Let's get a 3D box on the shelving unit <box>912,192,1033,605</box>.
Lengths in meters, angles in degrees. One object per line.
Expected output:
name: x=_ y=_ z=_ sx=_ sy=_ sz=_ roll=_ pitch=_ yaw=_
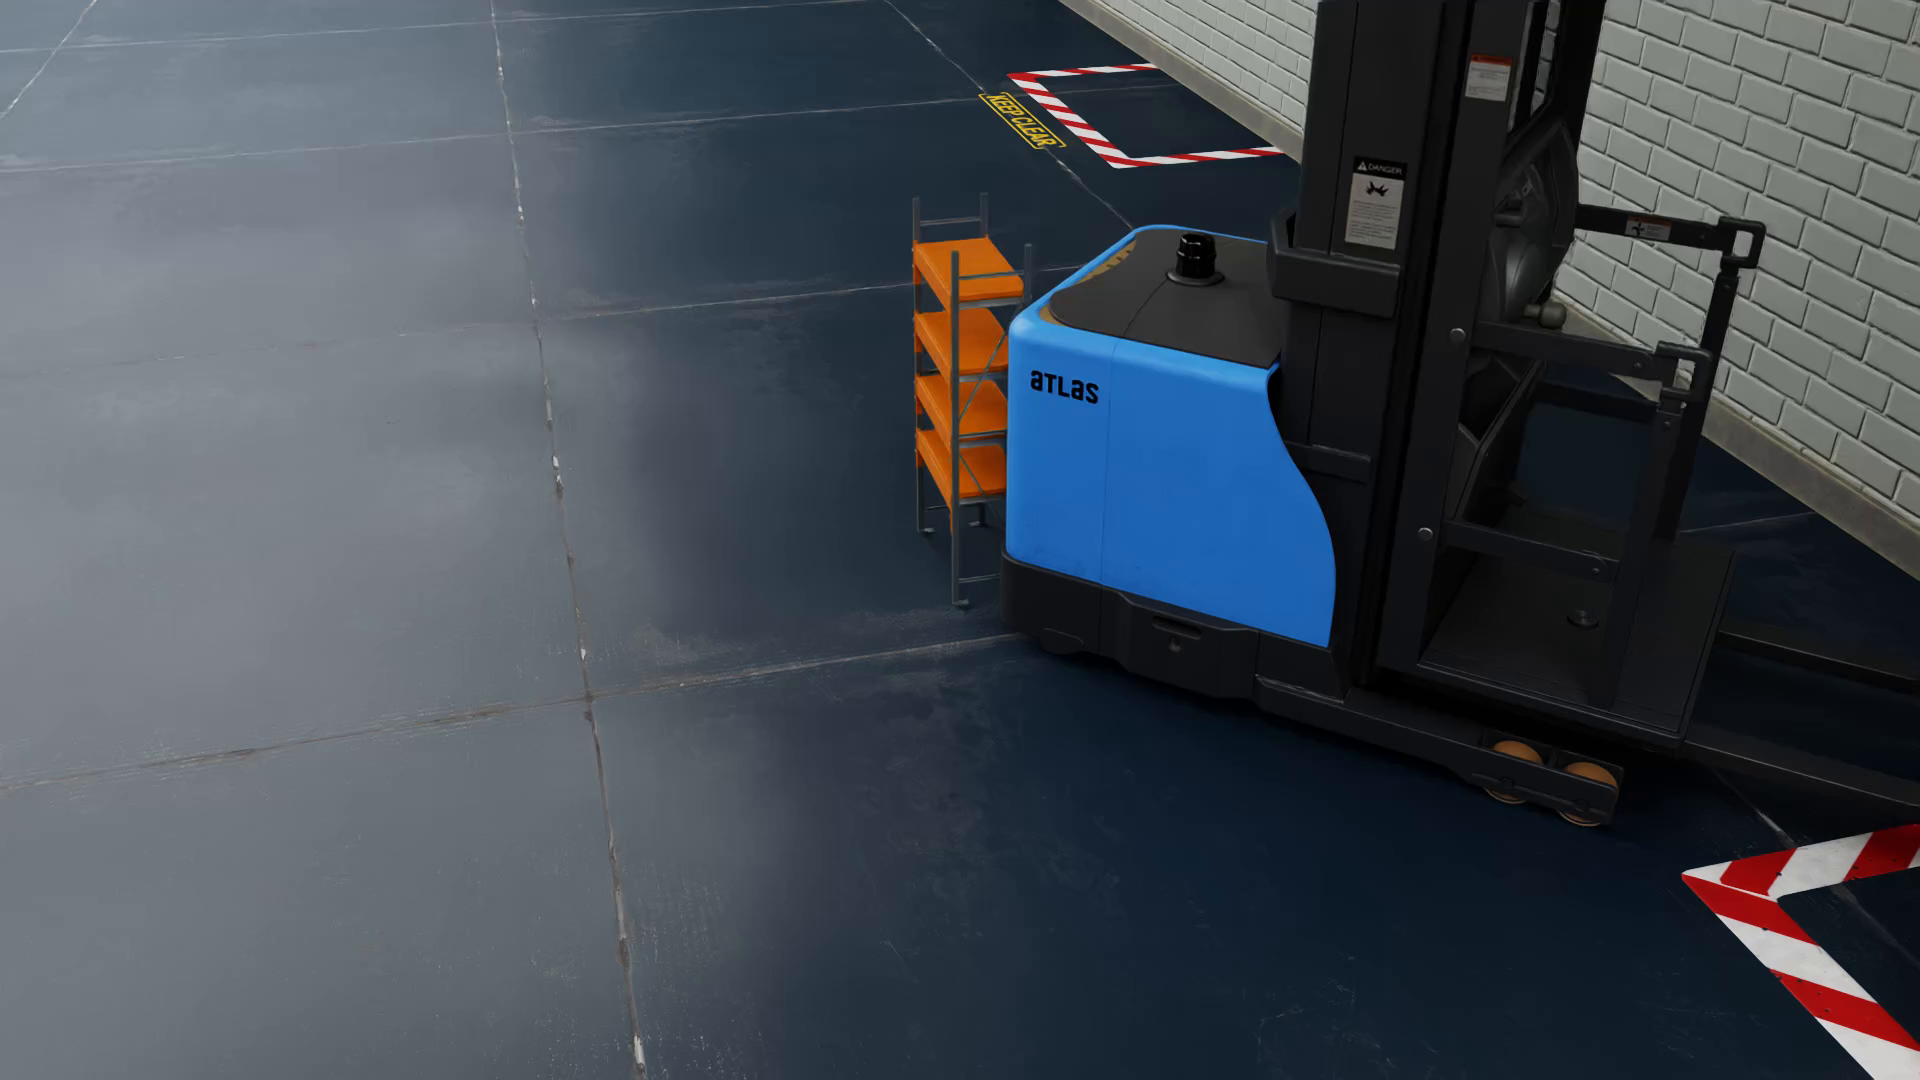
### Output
shelving unit: x=0.031 y=-0.444 z=5.320 sx=0.258 sy=1.200 sz=0.503 roll=-7 pitch=31 yaw=-13

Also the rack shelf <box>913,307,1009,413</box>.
rack shelf: x=0.031 y=-0.580 z=5.242 sx=0.258 sy=0.148 sz=0.480 roll=-7 pitch=31 yaw=-13

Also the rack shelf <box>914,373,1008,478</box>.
rack shelf: x=0.031 y=-0.386 z=5.354 sx=0.258 sy=0.148 sz=0.480 roll=-7 pitch=31 yaw=-13

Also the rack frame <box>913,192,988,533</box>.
rack frame: x=-0.030 y=-0.563 z=5.524 sx=0.240 sy=1.200 sz=0.015 roll=-7 pitch=31 yaw=-13

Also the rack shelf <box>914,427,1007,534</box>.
rack shelf: x=0.031 y=-0.214 z=5.453 sx=0.258 sy=0.148 sz=0.480 roll=-7 pitch=31 yaw=-13

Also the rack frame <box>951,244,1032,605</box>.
rack frame: x=0.092 y=-0.326 z=5.116 sx=0.240 sy=1.200 sz=0.015 roll=-7 pitch=31 yaw=-13

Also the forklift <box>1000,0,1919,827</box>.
forklift: x=1.663 y=-0.811 z=4.226 sx=3.031 sy=2.935 sz=1.130 roll=16 pitch=34 yaw=25

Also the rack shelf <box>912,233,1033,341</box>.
rack shelf: x=0.031 y=-0.784 z=5.123 sx=0.258 sy=0.148 sz=0.480 roll=-7 pitch=31 yaw=-13
